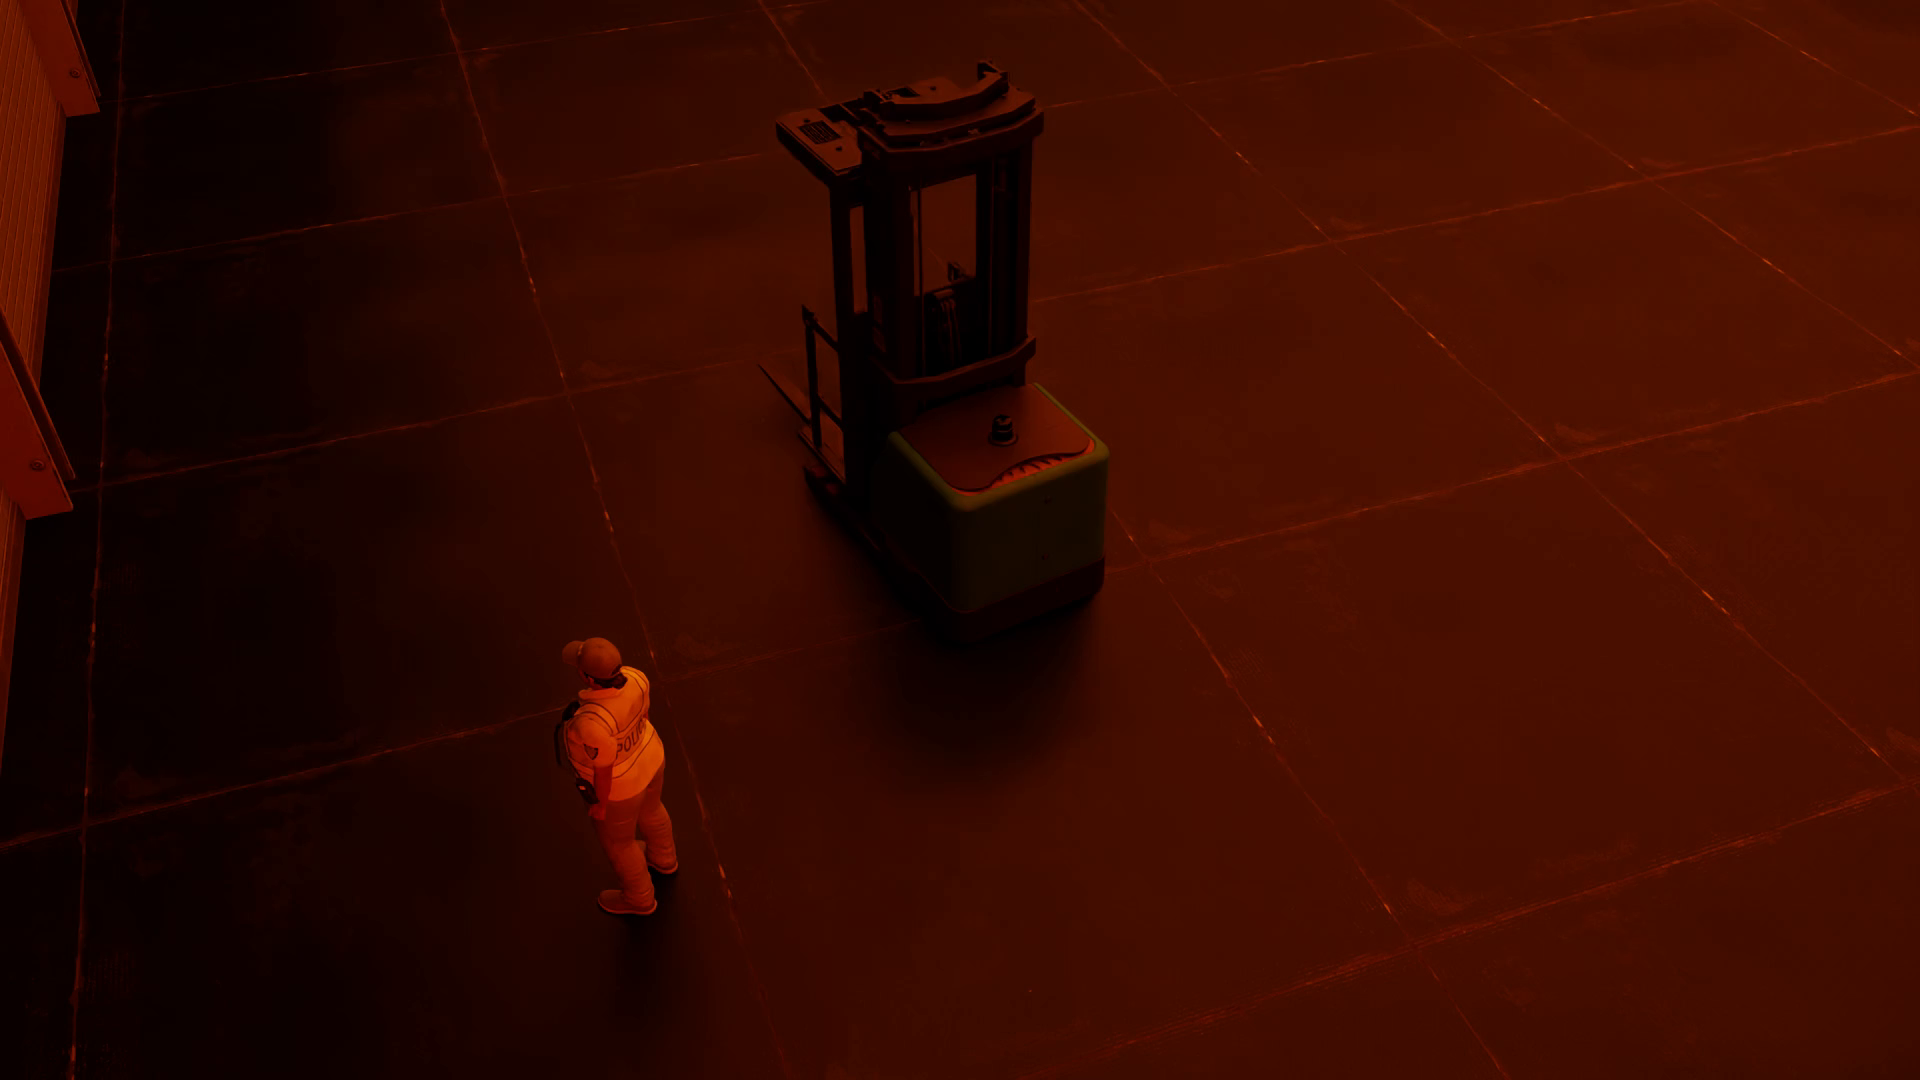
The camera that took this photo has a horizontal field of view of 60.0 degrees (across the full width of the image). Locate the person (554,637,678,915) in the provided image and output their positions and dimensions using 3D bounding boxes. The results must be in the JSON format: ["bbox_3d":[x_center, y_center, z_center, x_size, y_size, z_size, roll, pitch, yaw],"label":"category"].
[{"bbox_3d":[-1.577,1.077,7.702,0.390,1.669,0.481,14,42,16],"label":"person"}]

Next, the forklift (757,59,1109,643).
[{"bbox_3d":[-0.334,-1.462,9.738,1.130,2.935,3.031,-21,44,-23],"label":"forklift"}]
